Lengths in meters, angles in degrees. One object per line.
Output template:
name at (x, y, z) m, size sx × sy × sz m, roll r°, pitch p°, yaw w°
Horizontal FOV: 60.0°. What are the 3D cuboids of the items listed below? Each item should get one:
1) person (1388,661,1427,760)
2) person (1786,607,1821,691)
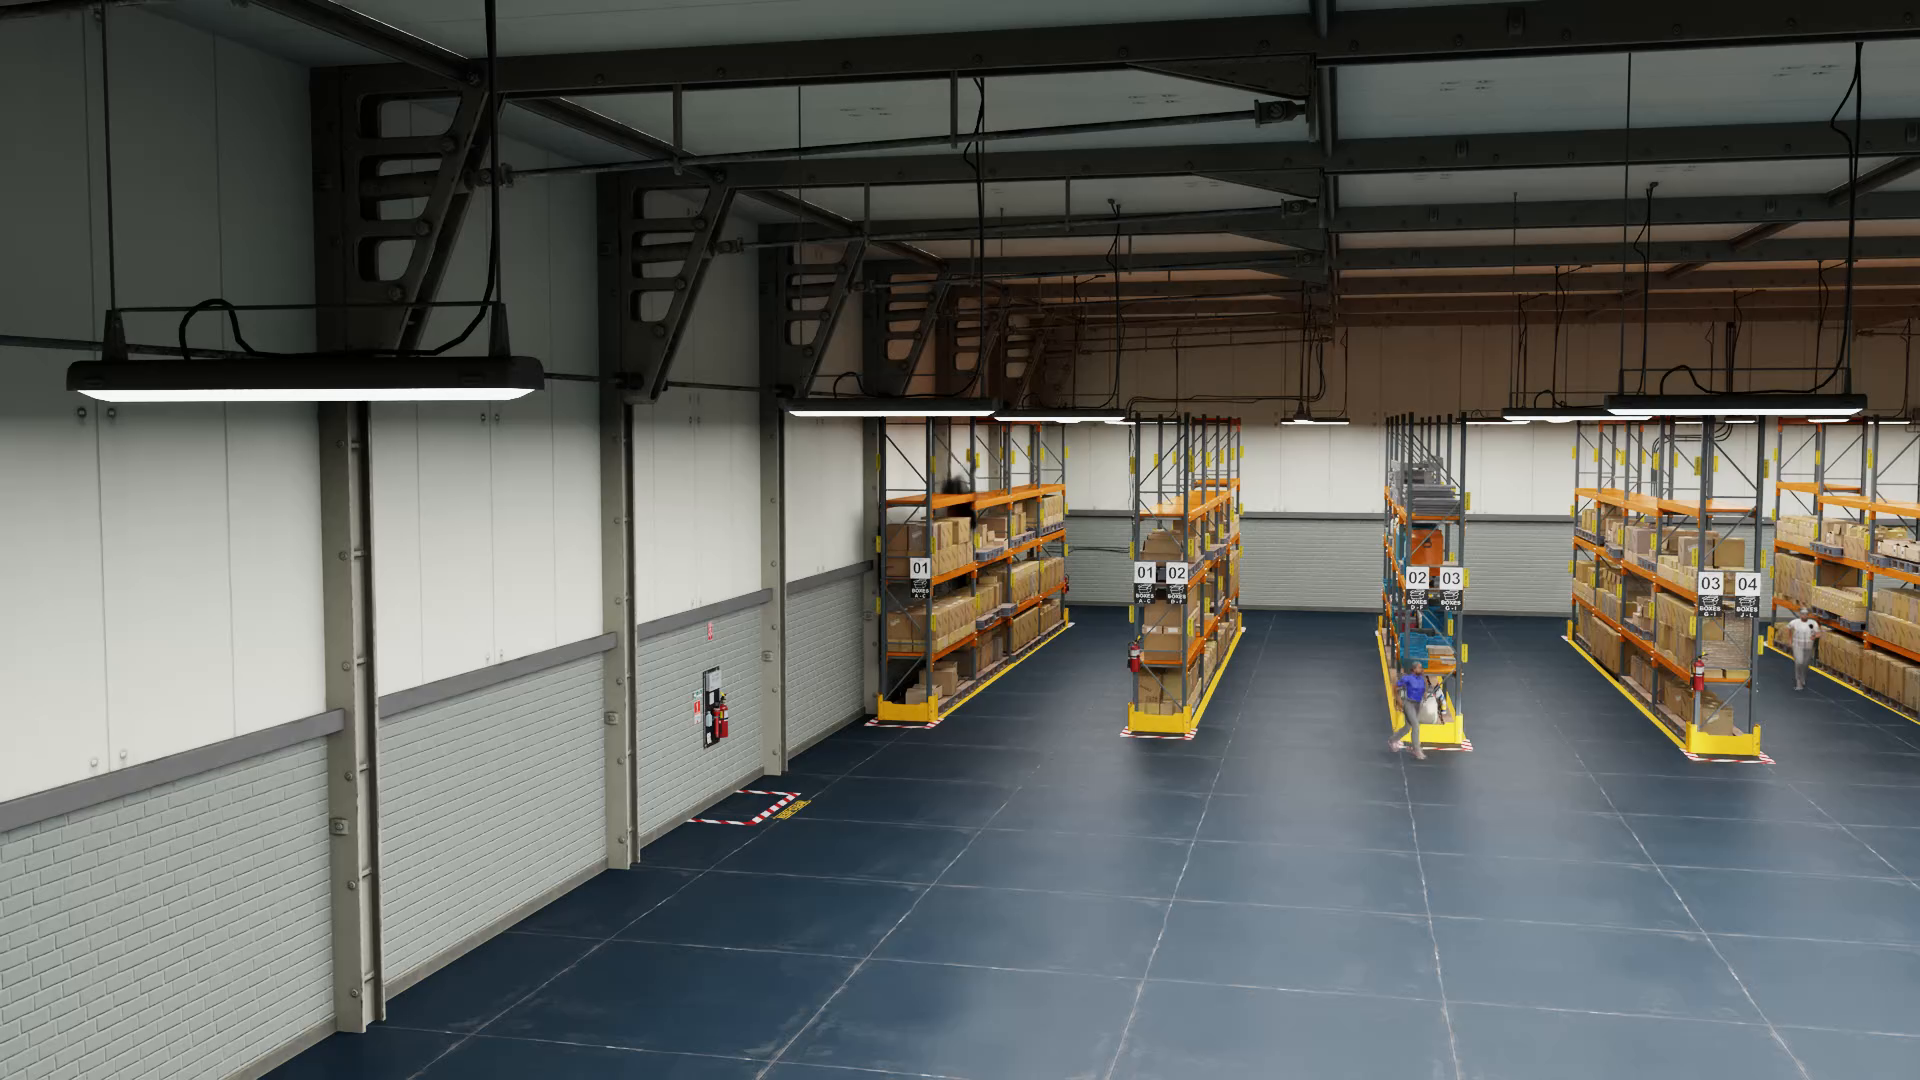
person at (7.910, 2.939, 29.050) m, size 0.605 × 1.641 × 0.886 m, roll -3°, pitch 5°, yaw -36°
person at (18.528, 2.372, 36.514) m, size 0.650 × 1.822 × 0.832 m, roll 1°, pitch 4°, yaw 15°
